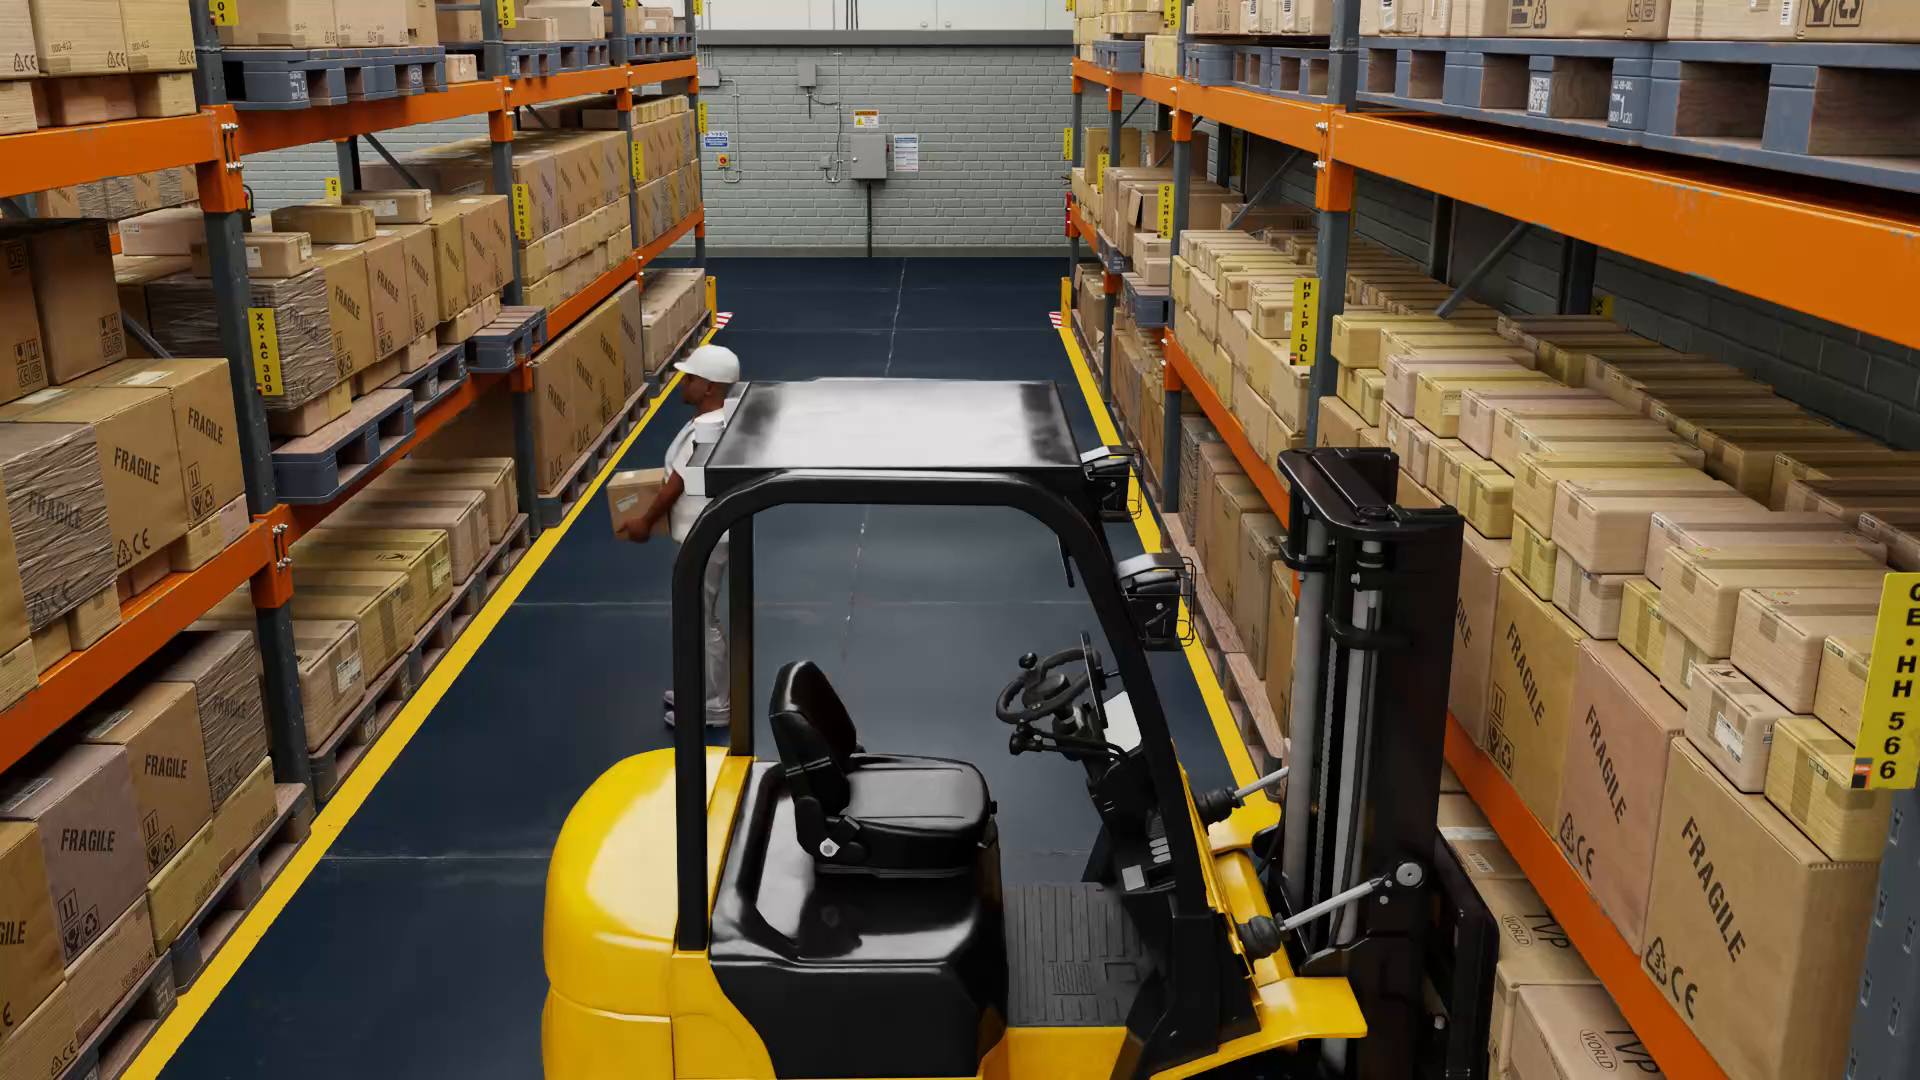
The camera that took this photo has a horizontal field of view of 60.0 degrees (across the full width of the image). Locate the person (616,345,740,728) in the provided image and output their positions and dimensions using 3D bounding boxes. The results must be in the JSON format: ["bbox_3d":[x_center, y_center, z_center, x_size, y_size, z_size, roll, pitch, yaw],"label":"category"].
[{"bbox_3d":[-1.252,-0.017,7.569,0.577,1.761,0.502,0,17,-1],"label":"person"}]
